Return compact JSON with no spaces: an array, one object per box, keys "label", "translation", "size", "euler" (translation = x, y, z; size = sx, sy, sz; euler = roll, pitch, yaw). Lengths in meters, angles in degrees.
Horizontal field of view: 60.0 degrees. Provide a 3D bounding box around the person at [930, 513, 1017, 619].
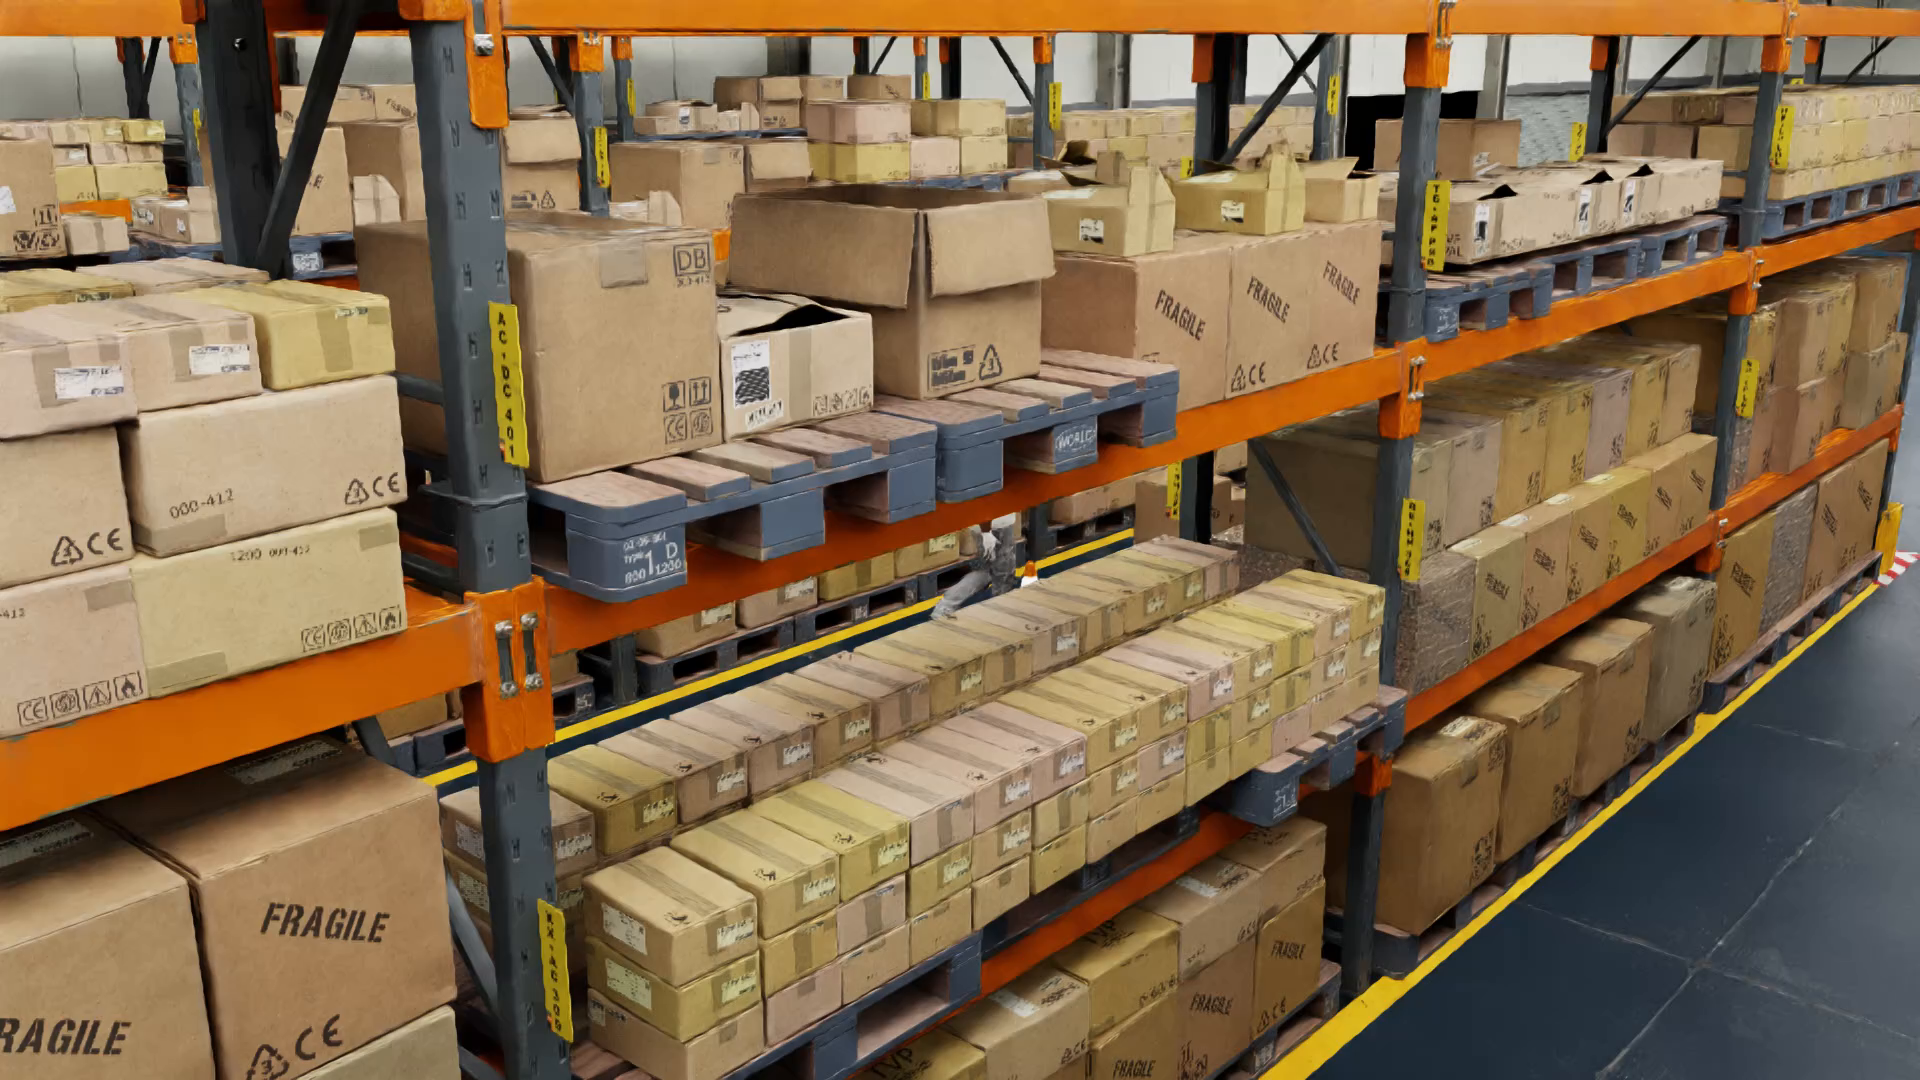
[{"label":"person","translation":[0.195,-0.108,10.843],"size":[0.774,1.779,0.592],"euler":[-3,17,-10]}]
